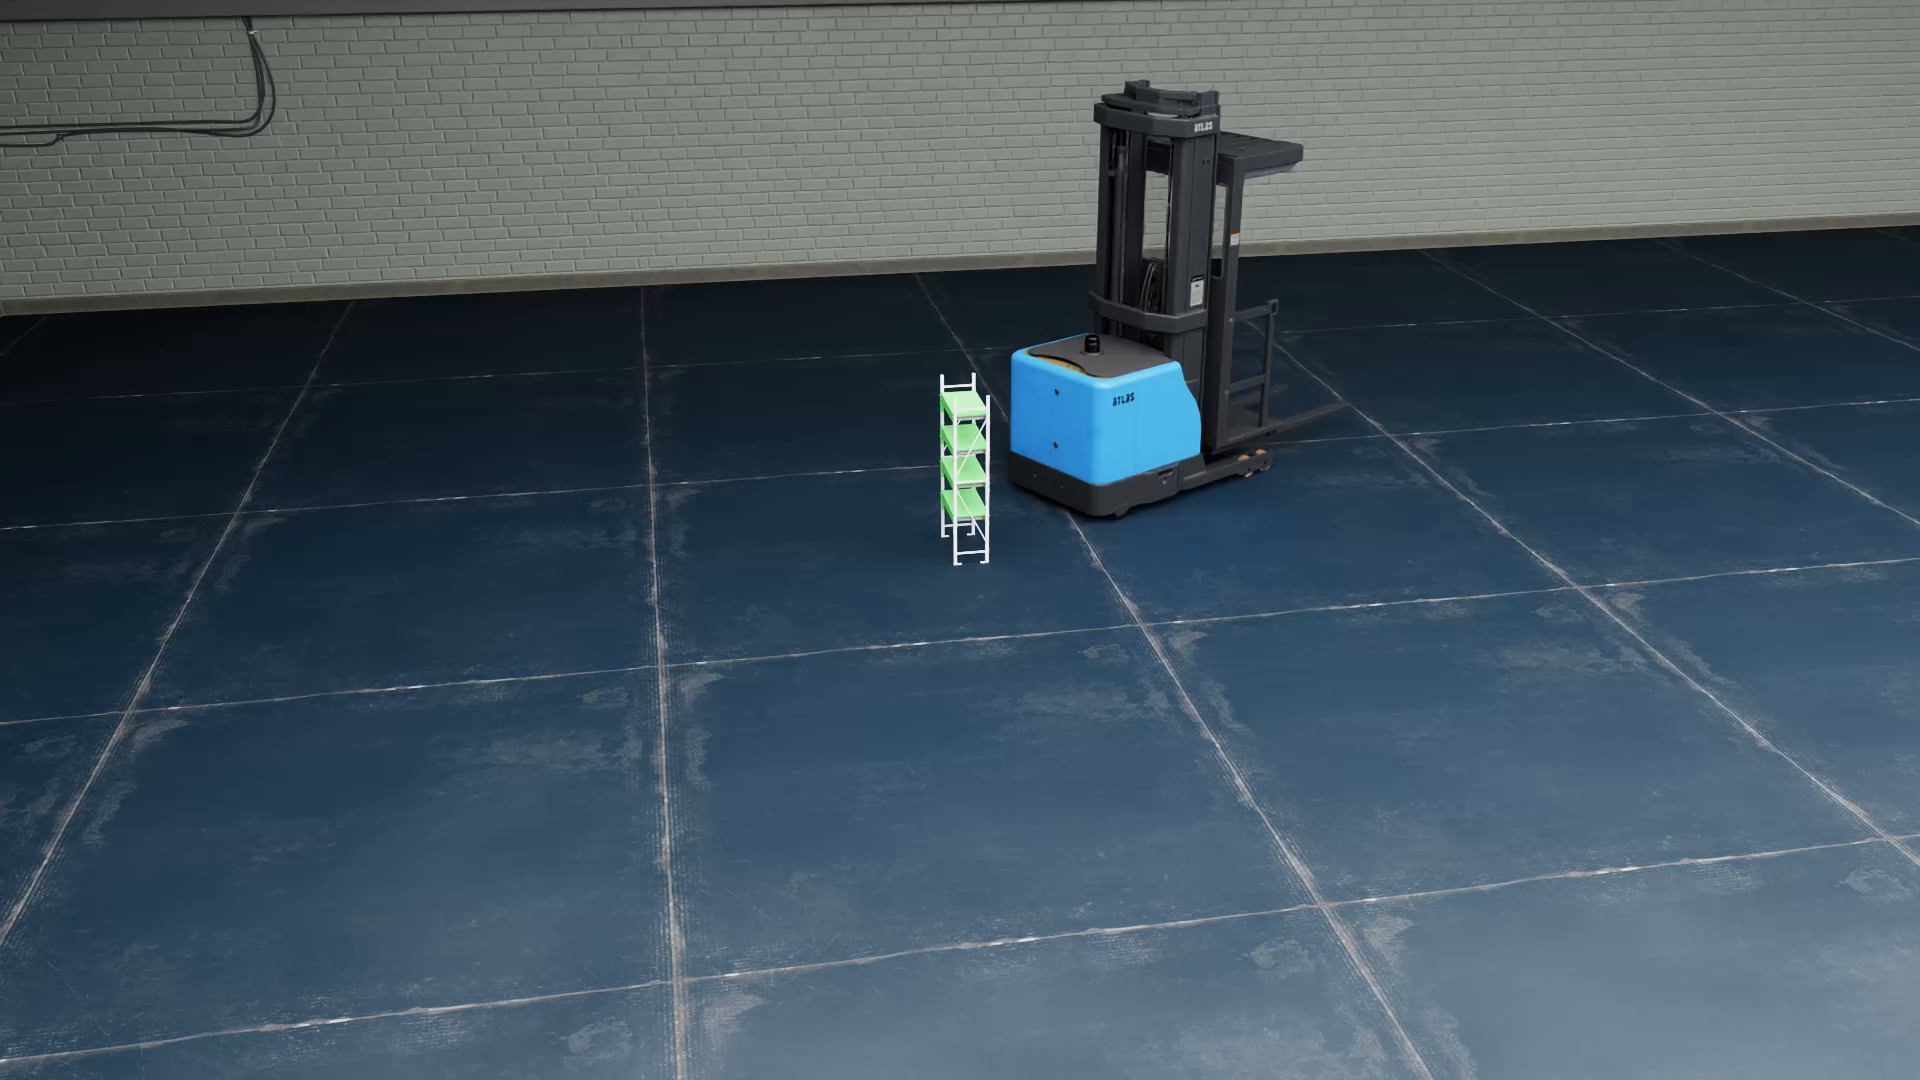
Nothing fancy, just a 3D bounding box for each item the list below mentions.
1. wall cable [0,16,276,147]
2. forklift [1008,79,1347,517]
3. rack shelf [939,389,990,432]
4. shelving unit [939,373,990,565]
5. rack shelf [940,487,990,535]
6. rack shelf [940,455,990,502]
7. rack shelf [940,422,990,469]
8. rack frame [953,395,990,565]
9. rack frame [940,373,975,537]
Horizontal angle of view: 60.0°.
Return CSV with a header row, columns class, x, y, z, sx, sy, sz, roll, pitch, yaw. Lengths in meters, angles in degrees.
class,x,y,z,sx,sy,sz,roll,pitch,yaw
wall cable,-8.369,-5.090,16.040,3.097,2.526,0.112,-4,24,-10
forklift,1.822,-1.977,12.615,3.031,2.935,1.130,-18,30,-36
rack shelf,0.031,-0.866,11.194,0.258,0.148,0.480,-4,24,-10
shelving unit,0.031,-0.485,11.361,0.258,1.200,0.503,-4,24,-10
rack shelf,0.031,-0.206,11.482,0.258,0.148,0.480,-4,24,-10
rack shelf,0.031,-0.426,11.386,0.258,0.148,0.480,-4,24,-10
rack shelf,0.031,-0.646,11.290,0.258,0.148,0.480,-4,24,-10
rack frame,0.076,-0.389,11.141,0.240,1.200,0.015,-4,24,-10
rack frame,-0.015,-0.581,11.581,0.240,1.200,0.015,-4,24,-10
